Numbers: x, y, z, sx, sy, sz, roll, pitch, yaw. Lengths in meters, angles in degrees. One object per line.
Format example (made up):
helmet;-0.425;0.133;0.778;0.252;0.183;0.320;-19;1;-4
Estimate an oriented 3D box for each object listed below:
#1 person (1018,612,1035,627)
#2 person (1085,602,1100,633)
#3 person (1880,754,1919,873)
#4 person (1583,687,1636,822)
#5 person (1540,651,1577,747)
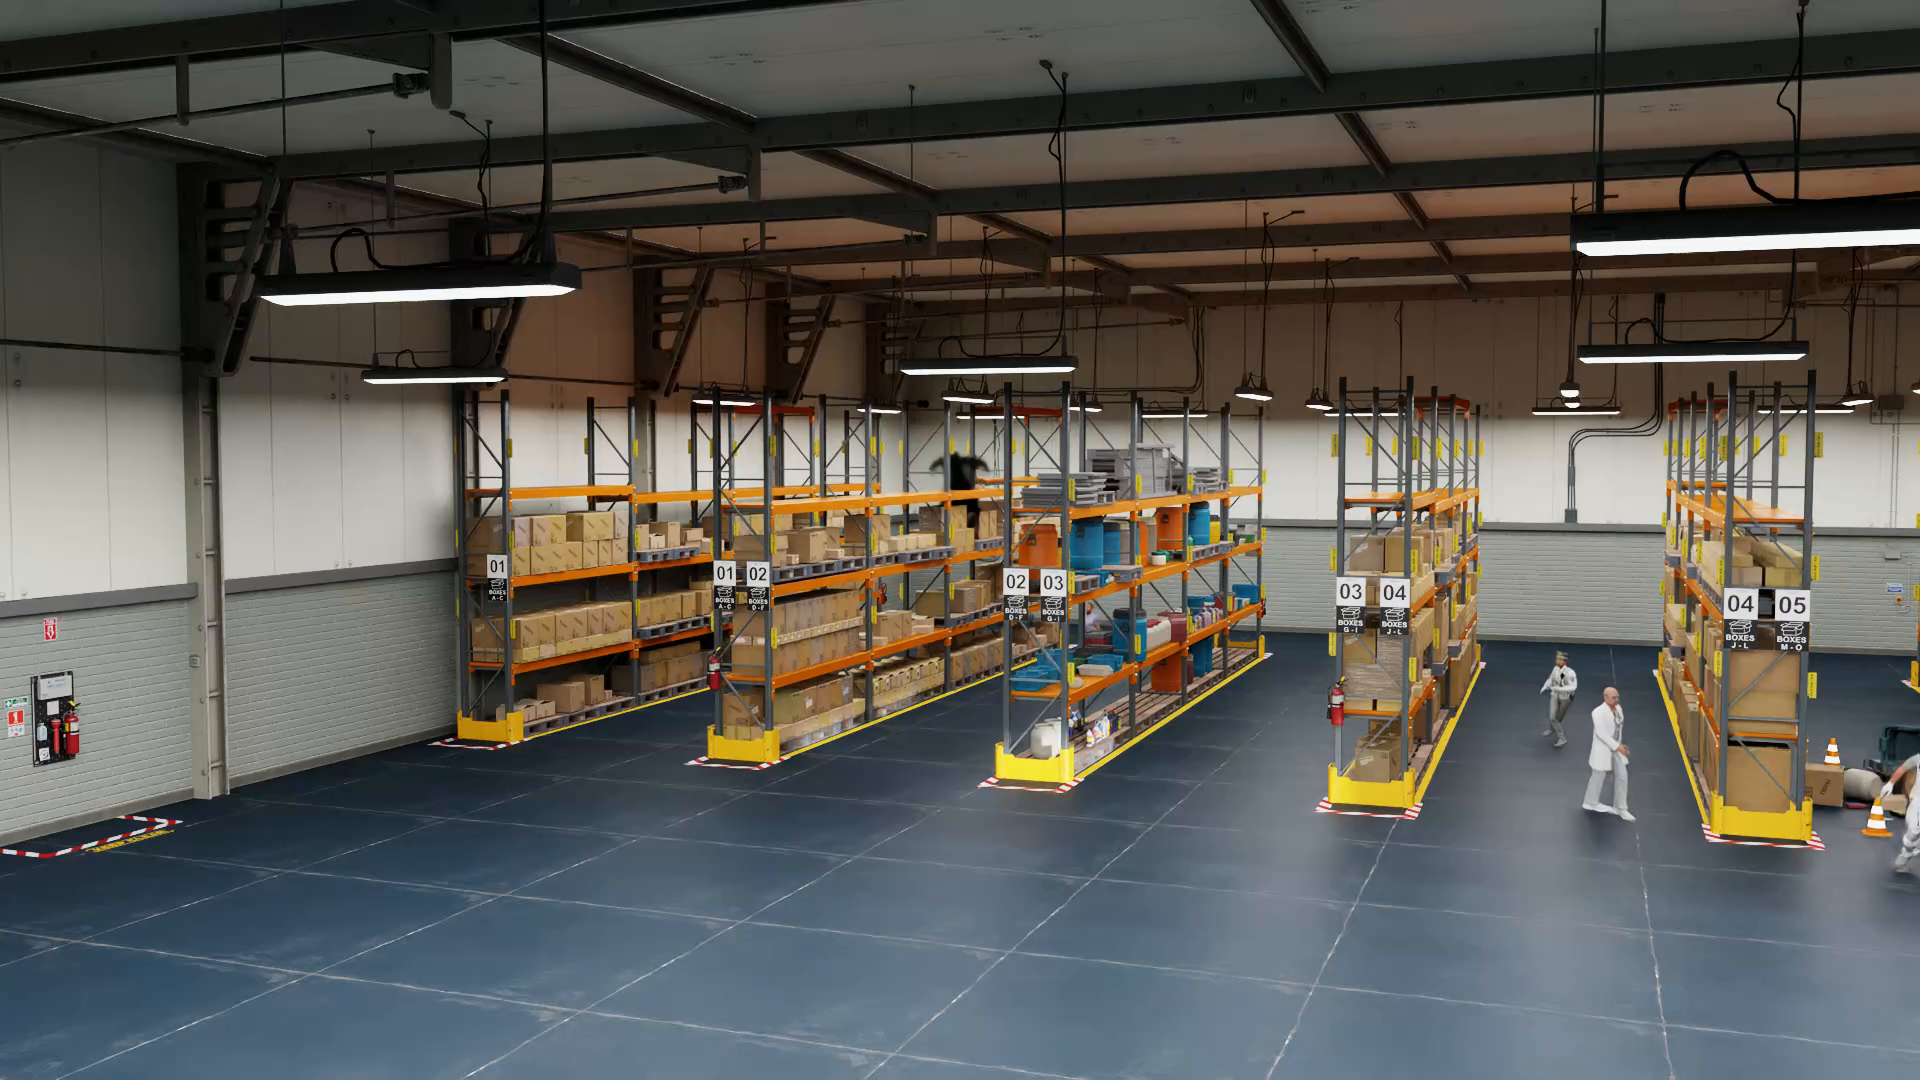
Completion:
person;1.744;1.856;43.129;0.681;1.540;0.528;2;4;26
person;2.839;2.189;36.622;0.501;1.665;0.801;1;3;12
person;11.312;3.096;19.445;0.846;1.690;0.715;1;3;17
person;8.796;2.873;22.564;0.623;1.785;0.769;-1;3;-20
person;10.137;2.667;28.095;0.707;1.633;0.638;3;4;43
